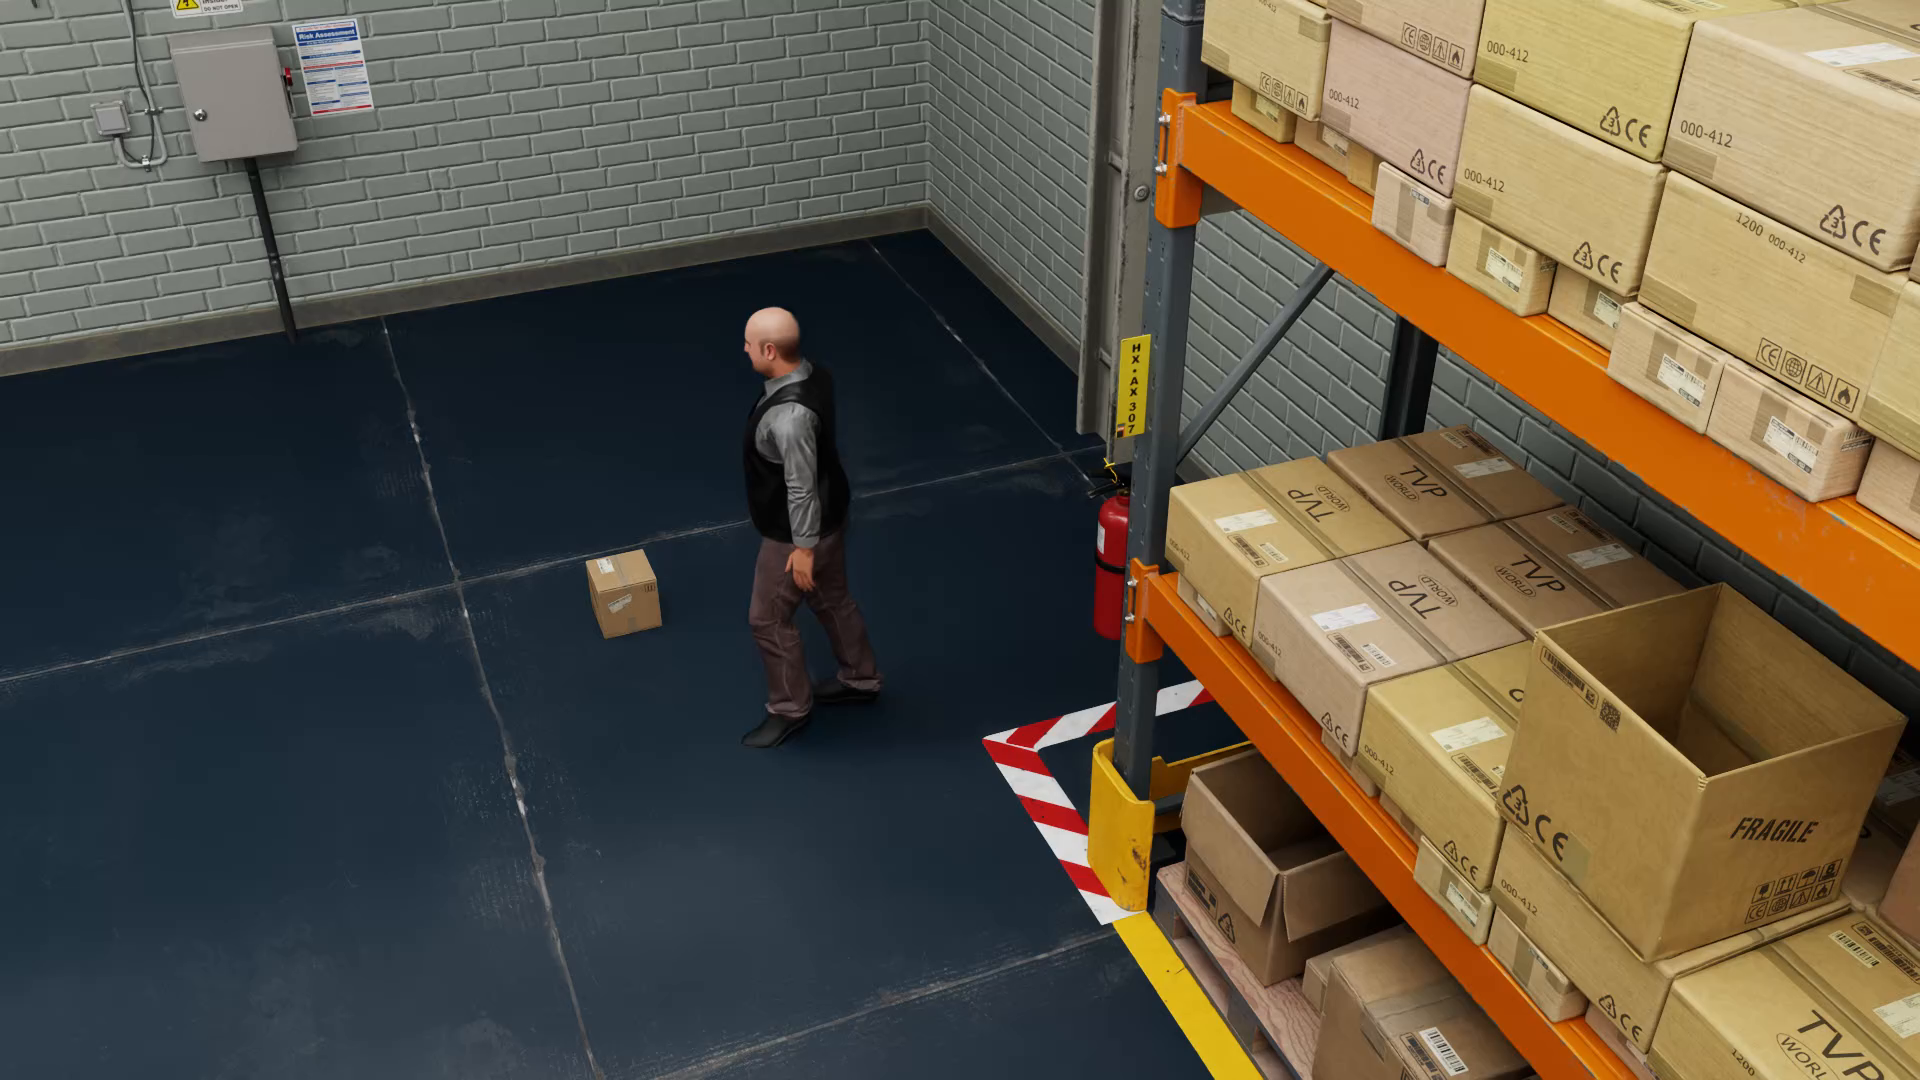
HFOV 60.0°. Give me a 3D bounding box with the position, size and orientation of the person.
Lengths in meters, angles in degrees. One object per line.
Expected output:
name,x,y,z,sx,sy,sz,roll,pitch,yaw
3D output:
person,-0.567,-0.038,6.240,0.524,1.758,0.576,4,33,6
